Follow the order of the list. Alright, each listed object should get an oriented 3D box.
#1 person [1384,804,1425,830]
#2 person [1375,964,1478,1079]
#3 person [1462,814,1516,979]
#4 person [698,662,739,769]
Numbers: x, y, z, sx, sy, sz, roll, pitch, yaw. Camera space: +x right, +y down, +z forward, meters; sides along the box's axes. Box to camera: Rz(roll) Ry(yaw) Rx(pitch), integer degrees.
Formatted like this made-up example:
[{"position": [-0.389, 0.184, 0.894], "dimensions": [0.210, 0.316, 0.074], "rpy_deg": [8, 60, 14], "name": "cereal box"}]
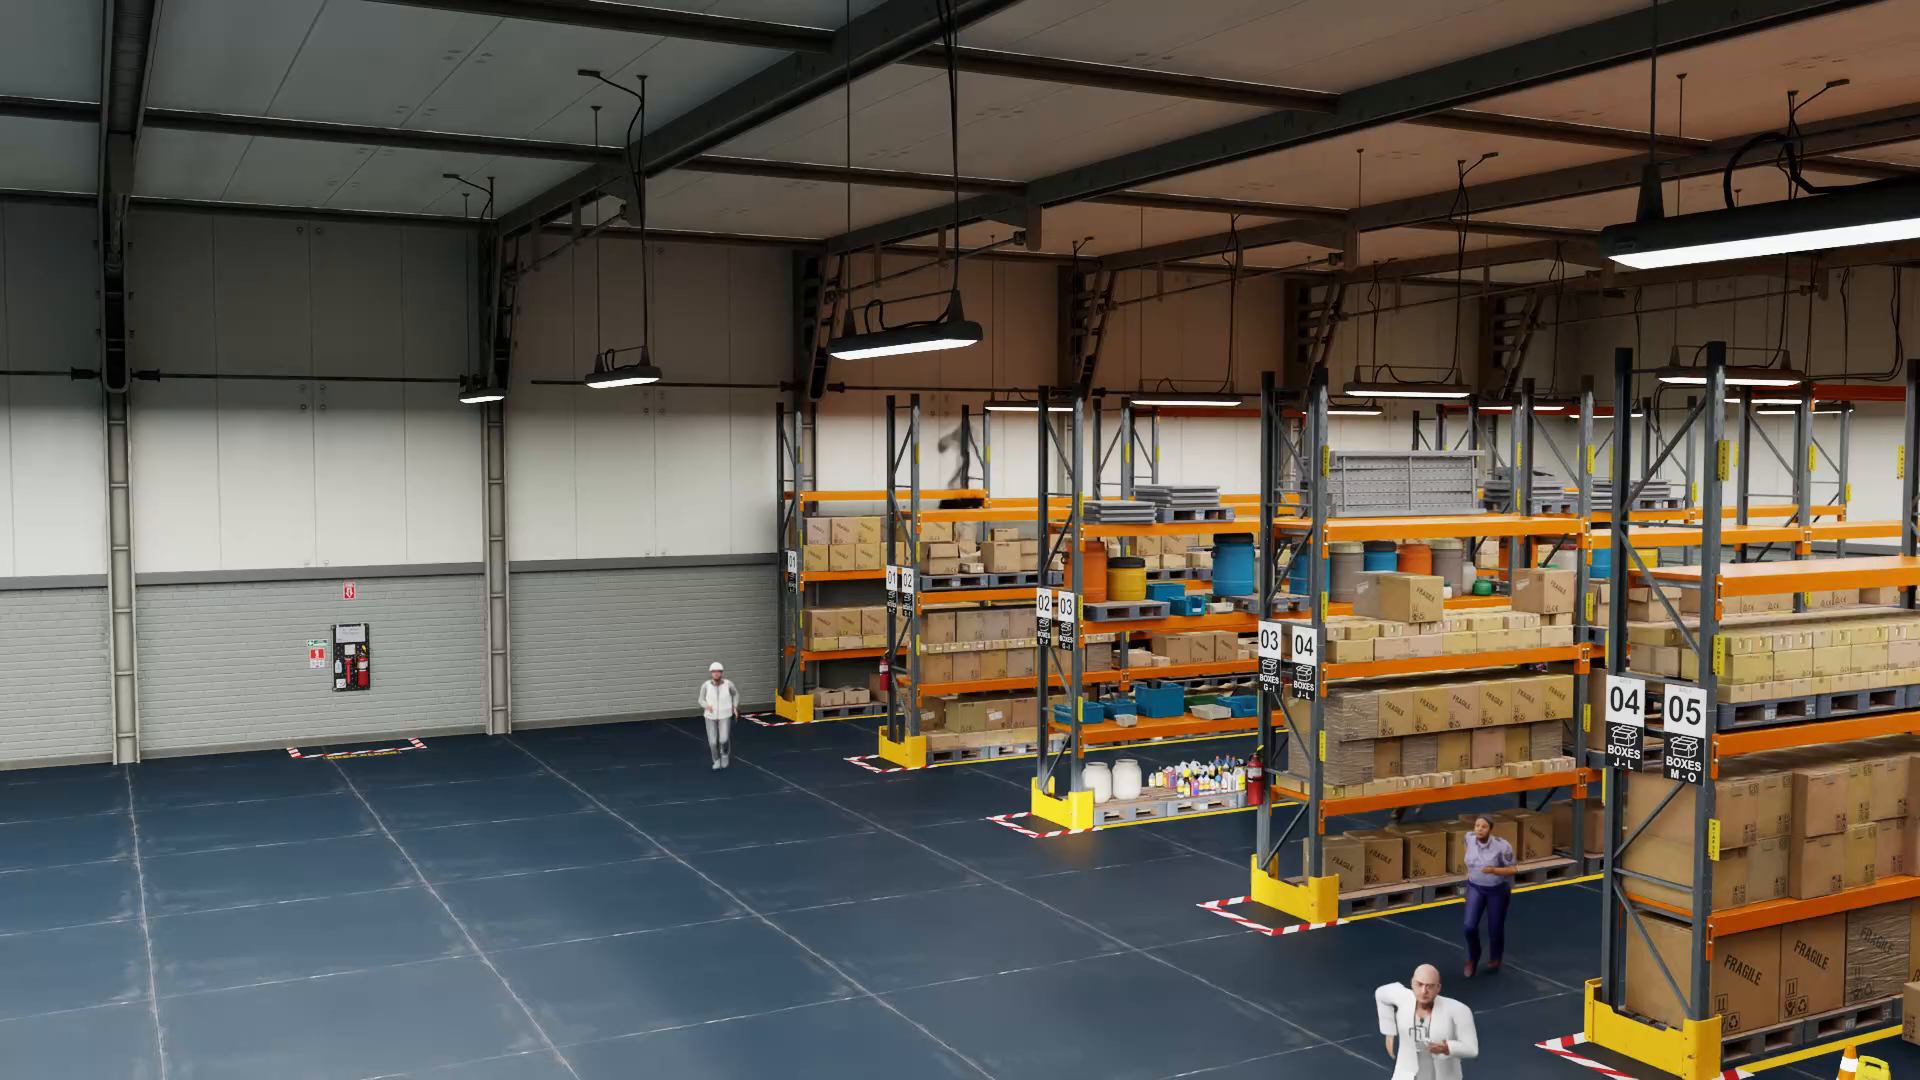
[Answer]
[{"position": [6.113, 2.998, 22.611], "dimensions": [0.734, 1.781, 1.104], "rpy_deg": [3, 4, 44], "name": "person"}, {"position": [3.129, 3.653, 11.199], "dimensions": [0.690, 1.706, 0.955], "rpy_deg": [1, 3, 19], "name": "person"}, {"position": [5.099, 3.449, 16.081], "dimensions": [0.575, 1.651, 0.793], "rpy_deg": [2, 4, 31], "name": "person"}, {"position": [-3.823, 2.763, 26.334], "dimensions": [0.632, 1.664, 0.719], "rpy_deg": [0, 3, -5], "name": "person"}]
